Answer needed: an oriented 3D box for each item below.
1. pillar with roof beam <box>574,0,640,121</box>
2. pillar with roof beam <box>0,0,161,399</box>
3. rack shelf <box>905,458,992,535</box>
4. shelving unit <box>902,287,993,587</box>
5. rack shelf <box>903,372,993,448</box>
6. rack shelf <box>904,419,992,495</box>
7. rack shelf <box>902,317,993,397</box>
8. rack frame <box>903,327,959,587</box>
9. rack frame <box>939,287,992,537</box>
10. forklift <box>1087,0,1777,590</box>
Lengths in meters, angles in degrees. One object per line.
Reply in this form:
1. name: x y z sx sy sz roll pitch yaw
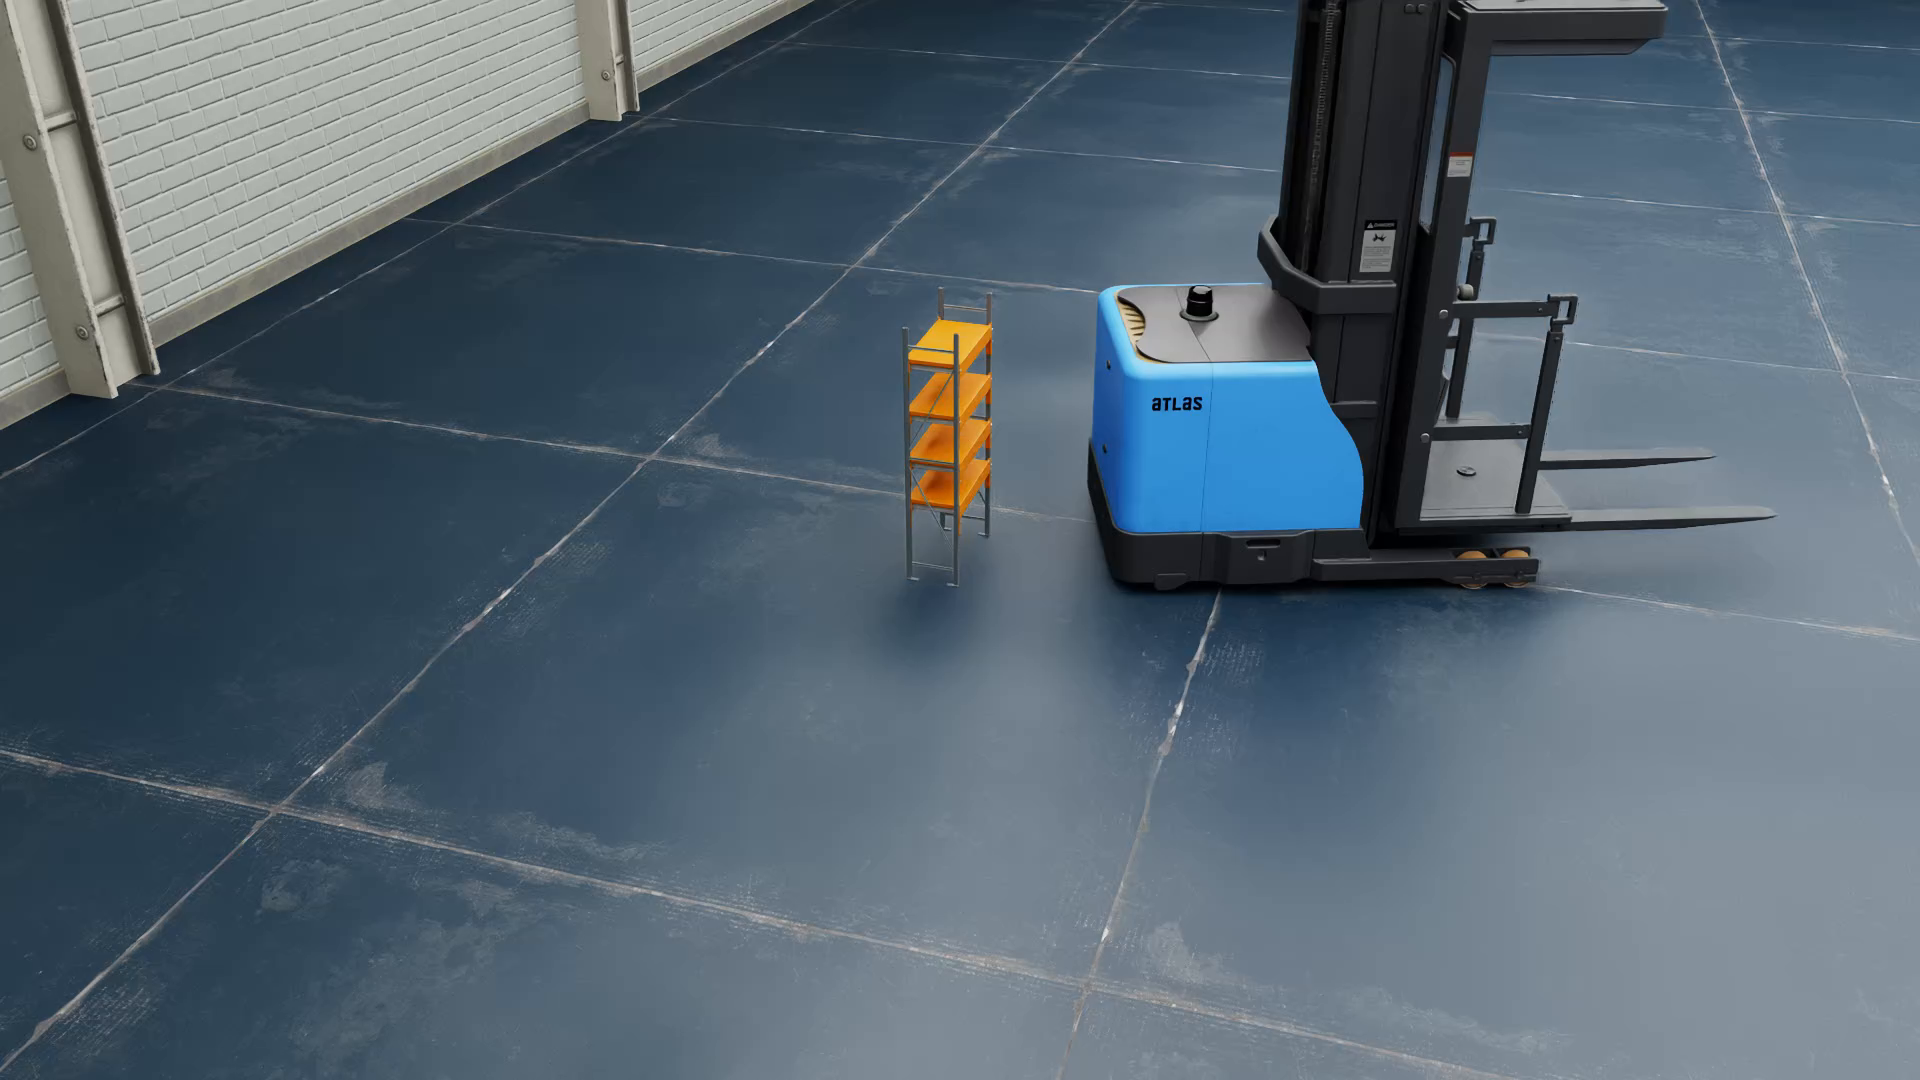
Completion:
1. pillar with roof beam: 1.122 -6.997 11.071 9.100 9.000 0.400 8 30 15
2. pillar with roof beam: -0.639 -4.209 6.059 9.100 9.000 0.400 8 30 15
3. rack shelf: -0.049 -0.215 7.449 0.258 0.148 0.480 8 30 15
4. shelving unit: -0.049 -0.447 7.320 0.258 1.200 0.503 8 30 15
5. rack shelf: -0.049 -0.584 7.244 0.258 0.148 0.480 8 30 15
6. rack shelf: -0.049 -0.389 7.353 0.258 0.148 0.480 8 30 15
7. rack shelf: -0.049 -0.791 7.129 0.258 0.148 0.480 8 30 15
8. rack frame: -0.120 -0.334 7.116 0.240 1.200 0.015 8 30 15
9. rack frame: 0.023 -0.561 7.524 0.240 1.200 0.015 8 30 15
10. forklift: 2.154 -1.320 7.109 3.031 2.935 1.130 -1 29 -3
